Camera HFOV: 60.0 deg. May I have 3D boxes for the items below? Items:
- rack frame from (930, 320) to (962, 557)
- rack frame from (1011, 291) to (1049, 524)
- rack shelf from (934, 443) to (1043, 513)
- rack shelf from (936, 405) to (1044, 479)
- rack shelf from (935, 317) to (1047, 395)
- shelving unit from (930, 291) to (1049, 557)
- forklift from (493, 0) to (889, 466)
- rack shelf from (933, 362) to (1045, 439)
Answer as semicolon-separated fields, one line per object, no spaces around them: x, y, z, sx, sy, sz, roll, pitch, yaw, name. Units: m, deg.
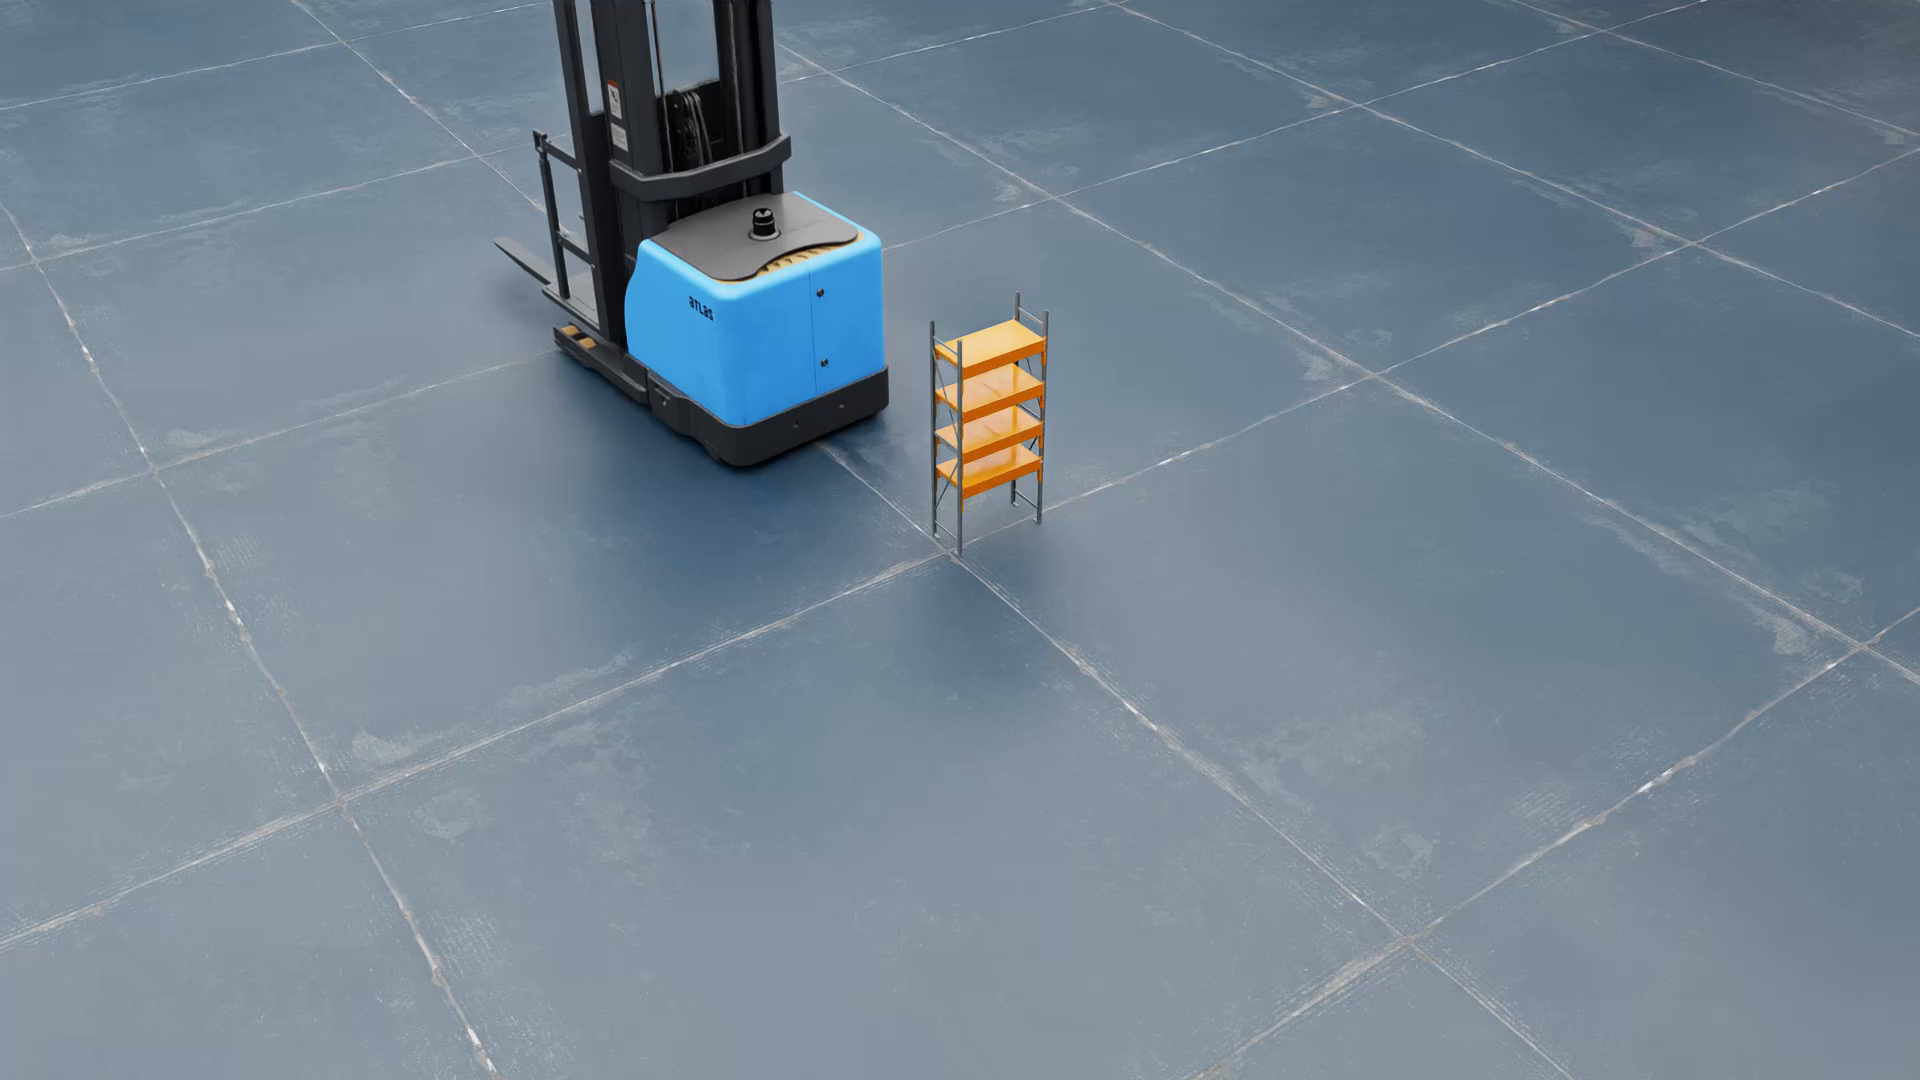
-0.064;-0.461;7.863;0.015;1.200;0.240;-22;41;-28;rack frame
0.335;-0.625;8.091;0.015;1.200;0.240;-22;41;-28;rack frame
0.135;-0.327;8.132;0.480;0.148;0.258;-22;41;-28;rack shelf
0.135;-0.488;8.016;0.480;0.148;0.258;-22;41;-28;rack shelf
0.135;-0.862;7.748;0.480;0.148;0.258;-22;41;-28;rack shelf
0.135;-0.543;7.977;0.503;1.200;0.258;-22;41;-28;shelving unit
-1.724;-2.363;9.025;1.130;2.935;3.031;-26;43;-32;forklift
0.135;-0.670;7.886;0.480;0.148;0.258;-22;41;-28;rack shelf
